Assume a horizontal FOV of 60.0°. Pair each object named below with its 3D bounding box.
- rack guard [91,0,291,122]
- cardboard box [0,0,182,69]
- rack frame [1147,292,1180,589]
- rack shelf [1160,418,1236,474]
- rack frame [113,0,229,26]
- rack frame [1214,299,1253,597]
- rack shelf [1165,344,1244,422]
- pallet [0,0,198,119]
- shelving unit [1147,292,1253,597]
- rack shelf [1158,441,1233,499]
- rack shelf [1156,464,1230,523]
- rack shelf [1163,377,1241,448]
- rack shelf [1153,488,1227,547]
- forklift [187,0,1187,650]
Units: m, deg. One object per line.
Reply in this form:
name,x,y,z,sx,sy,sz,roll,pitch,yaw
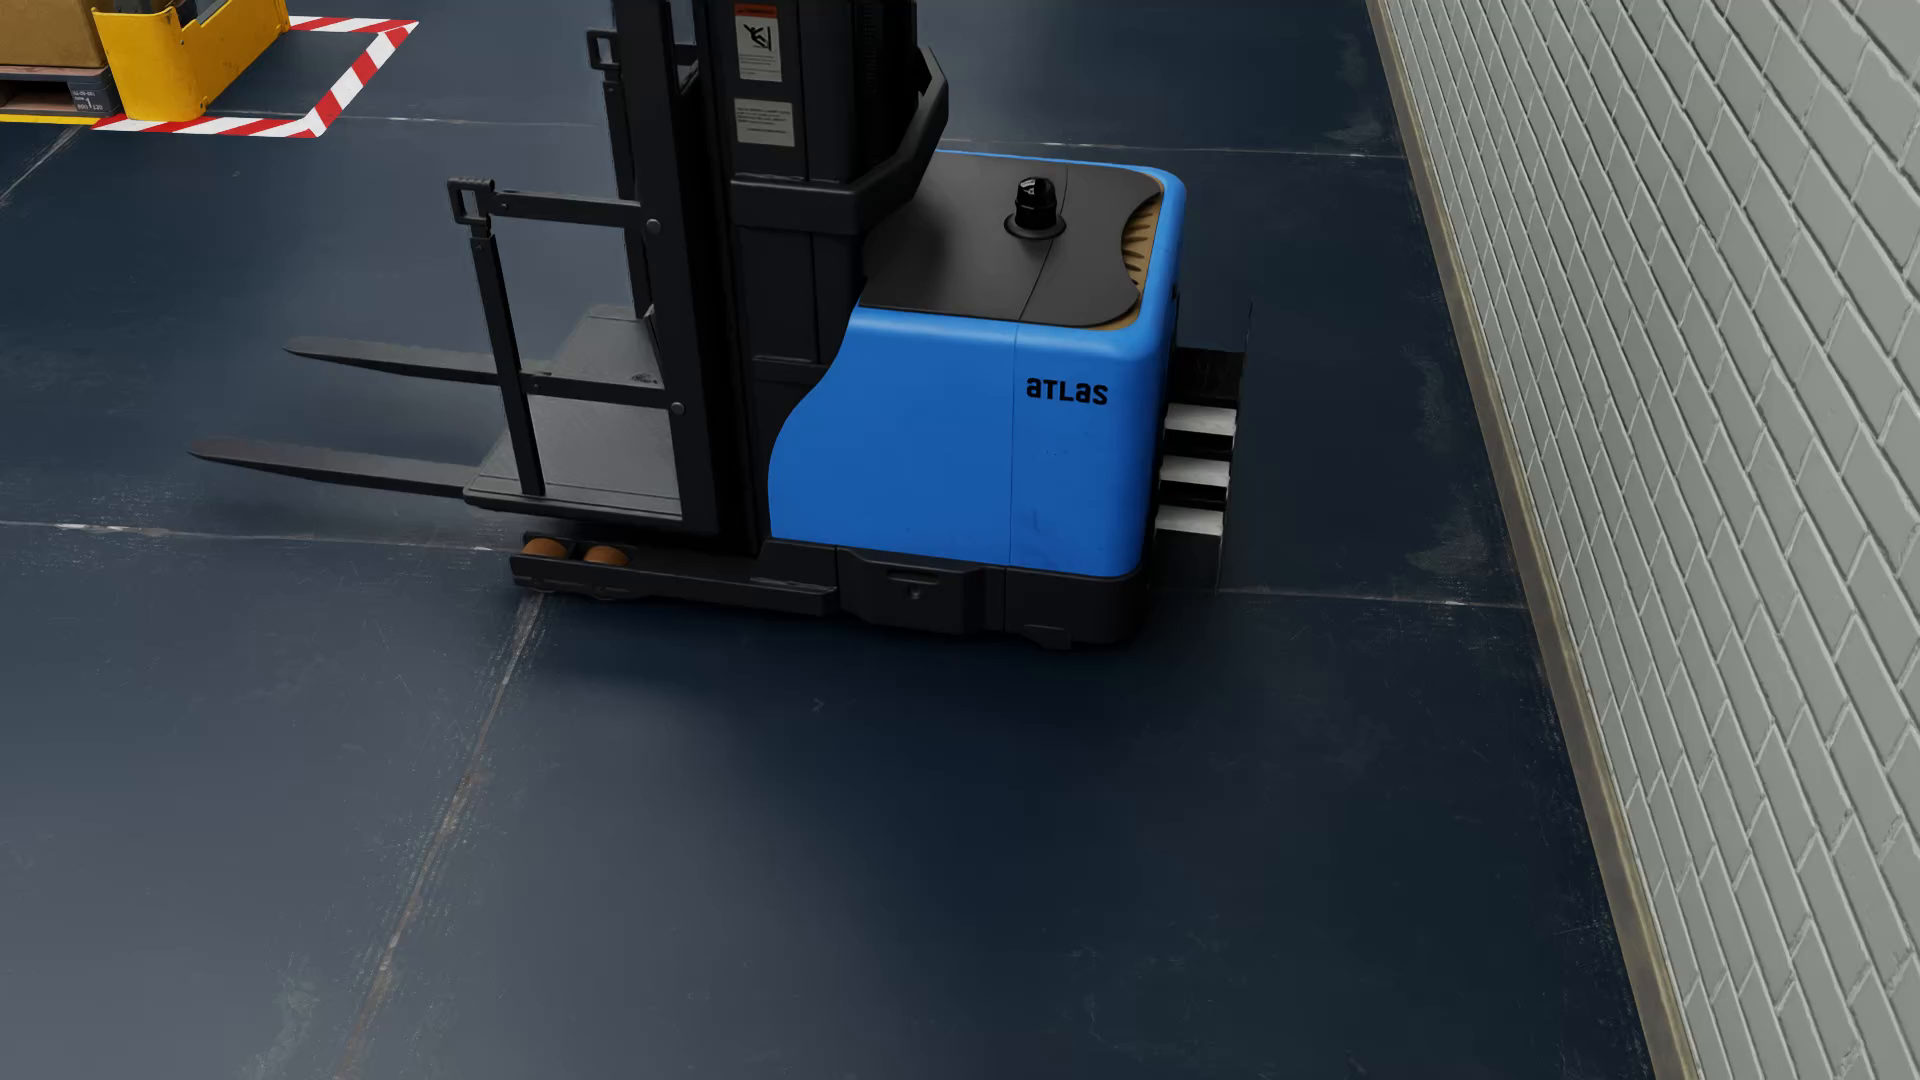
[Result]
rack guard,-3.616,-2.475,7.895,0.348,0.500,1.175,3,39,4
cardboard box,-4.285,-2.769,7.627,0.875,0.875,0.875,3,39,4
rack frame,0.595,-0.275,4.875,0.006,0.900,0.240,7,40,8
rack shelf,0.695,-0.307,4.825,0.200,0.077,0.258,7,40,8
rack frame,-3.640,-3.446,7.108,0.127,3.000,1.000,3,39,4
rack frame,0.795,-0.251,4.846,0.006,0.900,0.240,7,40,8
rack shelf,0.695,-0.447,4.711,0.200,0.077,0.258,7,40,8
pallet,-4.444,-2.359,7.981,1.213,0.211,1.003,3,39,4
shelving unit,0.695,-0.263,4.860,0.210,0.900,0.258,7,40,8
rack shelf,0.695,-0.237,4.881,0.200,0.077,0.258,7,40,8
rack shelf,0.695,-0.167,4.938,0.200,0.077,0.258,7,40,8
rack shelf,0.695,-0.377,4.768,0.200,0.077,0.258,7,40,8
rack shelf,0.695,-0.098,4.995,0.200,0.077,0.258,7,40,8
forklift,-0.890,-1.273,4.492,3.031,2.935,1.130,7,40,8
